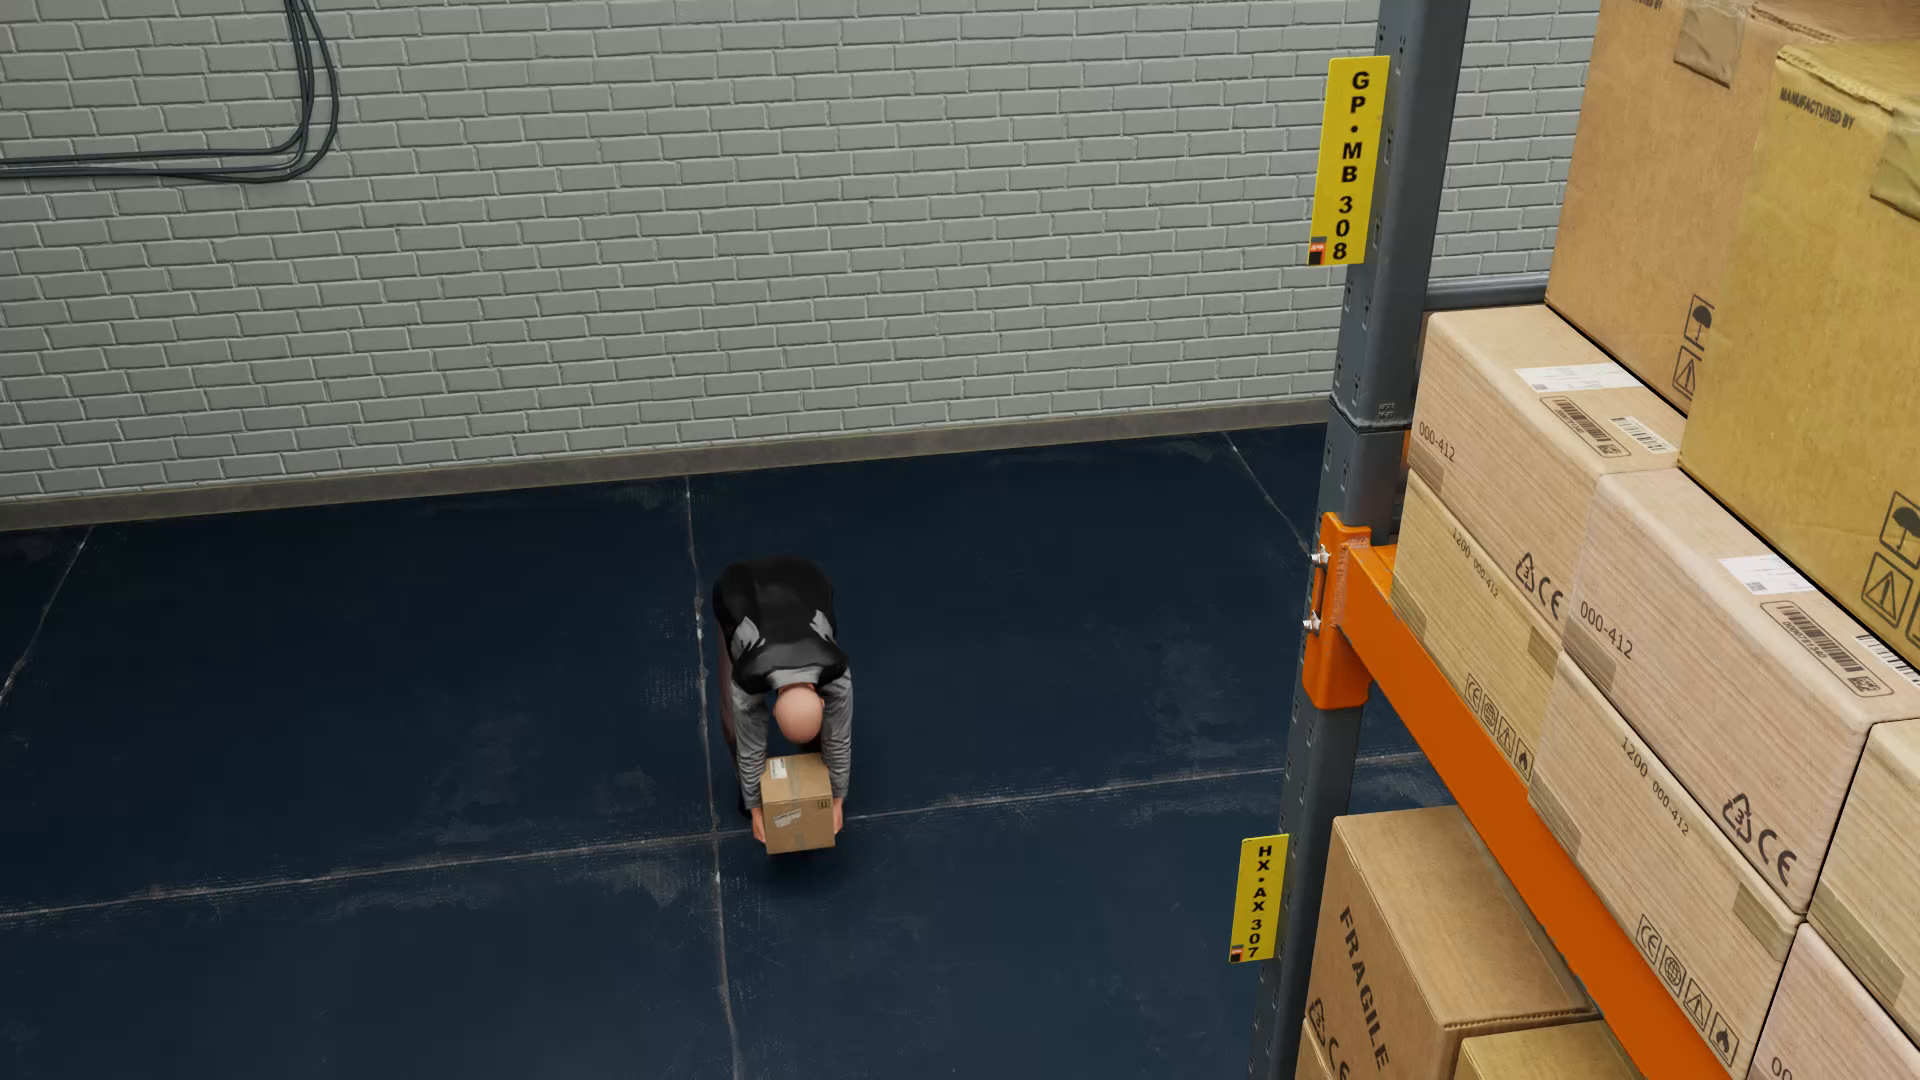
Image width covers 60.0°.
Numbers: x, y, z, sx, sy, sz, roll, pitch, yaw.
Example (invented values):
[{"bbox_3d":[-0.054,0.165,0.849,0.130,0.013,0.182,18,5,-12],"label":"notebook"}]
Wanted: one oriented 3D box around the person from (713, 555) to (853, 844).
[{"bbox_3d":[-0.641,0.648,6.202,0.488,1.065,0.958,-7,31,-11],"label":"person"}]
